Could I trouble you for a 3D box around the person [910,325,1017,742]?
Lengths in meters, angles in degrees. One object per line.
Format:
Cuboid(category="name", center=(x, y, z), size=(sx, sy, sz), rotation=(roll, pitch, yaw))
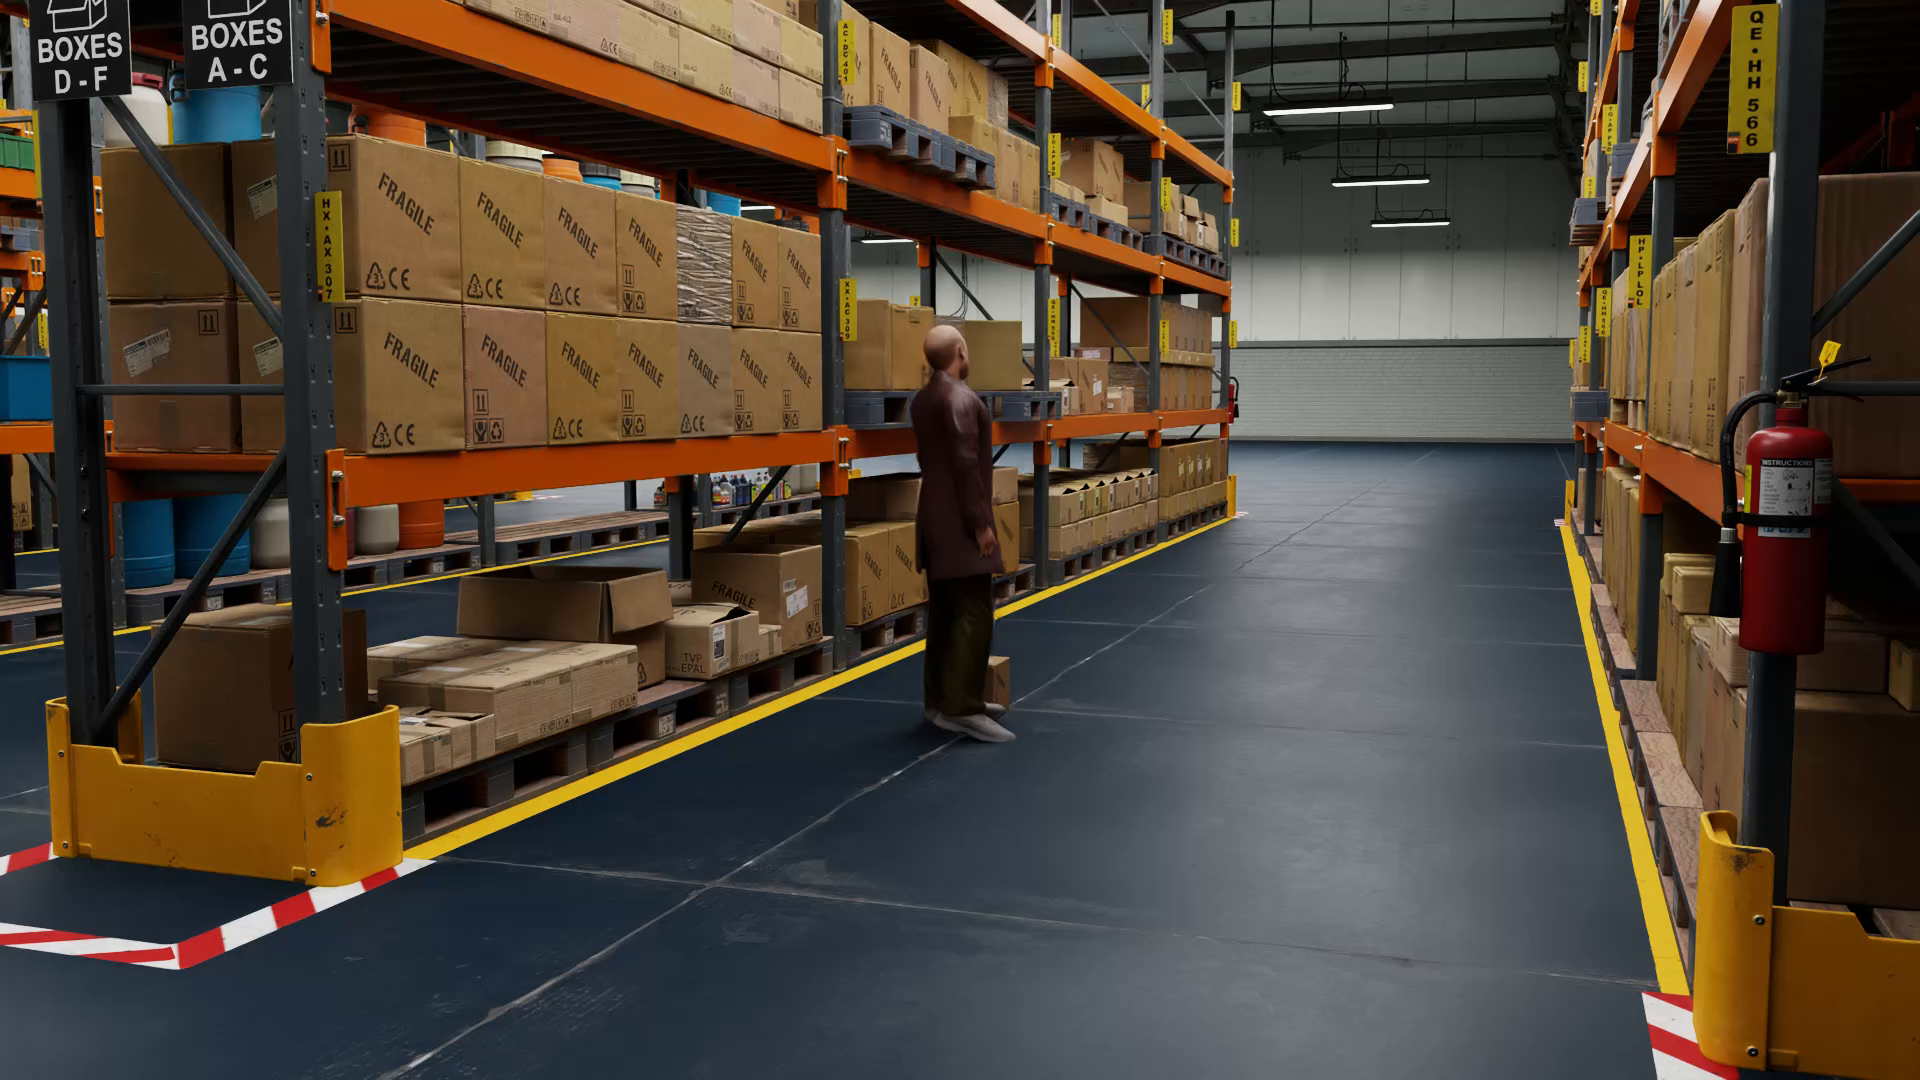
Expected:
Cuboid(category="person", center=(0.023, -0.037, 7.371), size=(0.415, 1.822, 0.646), rotation=(-2, 5, -19))
